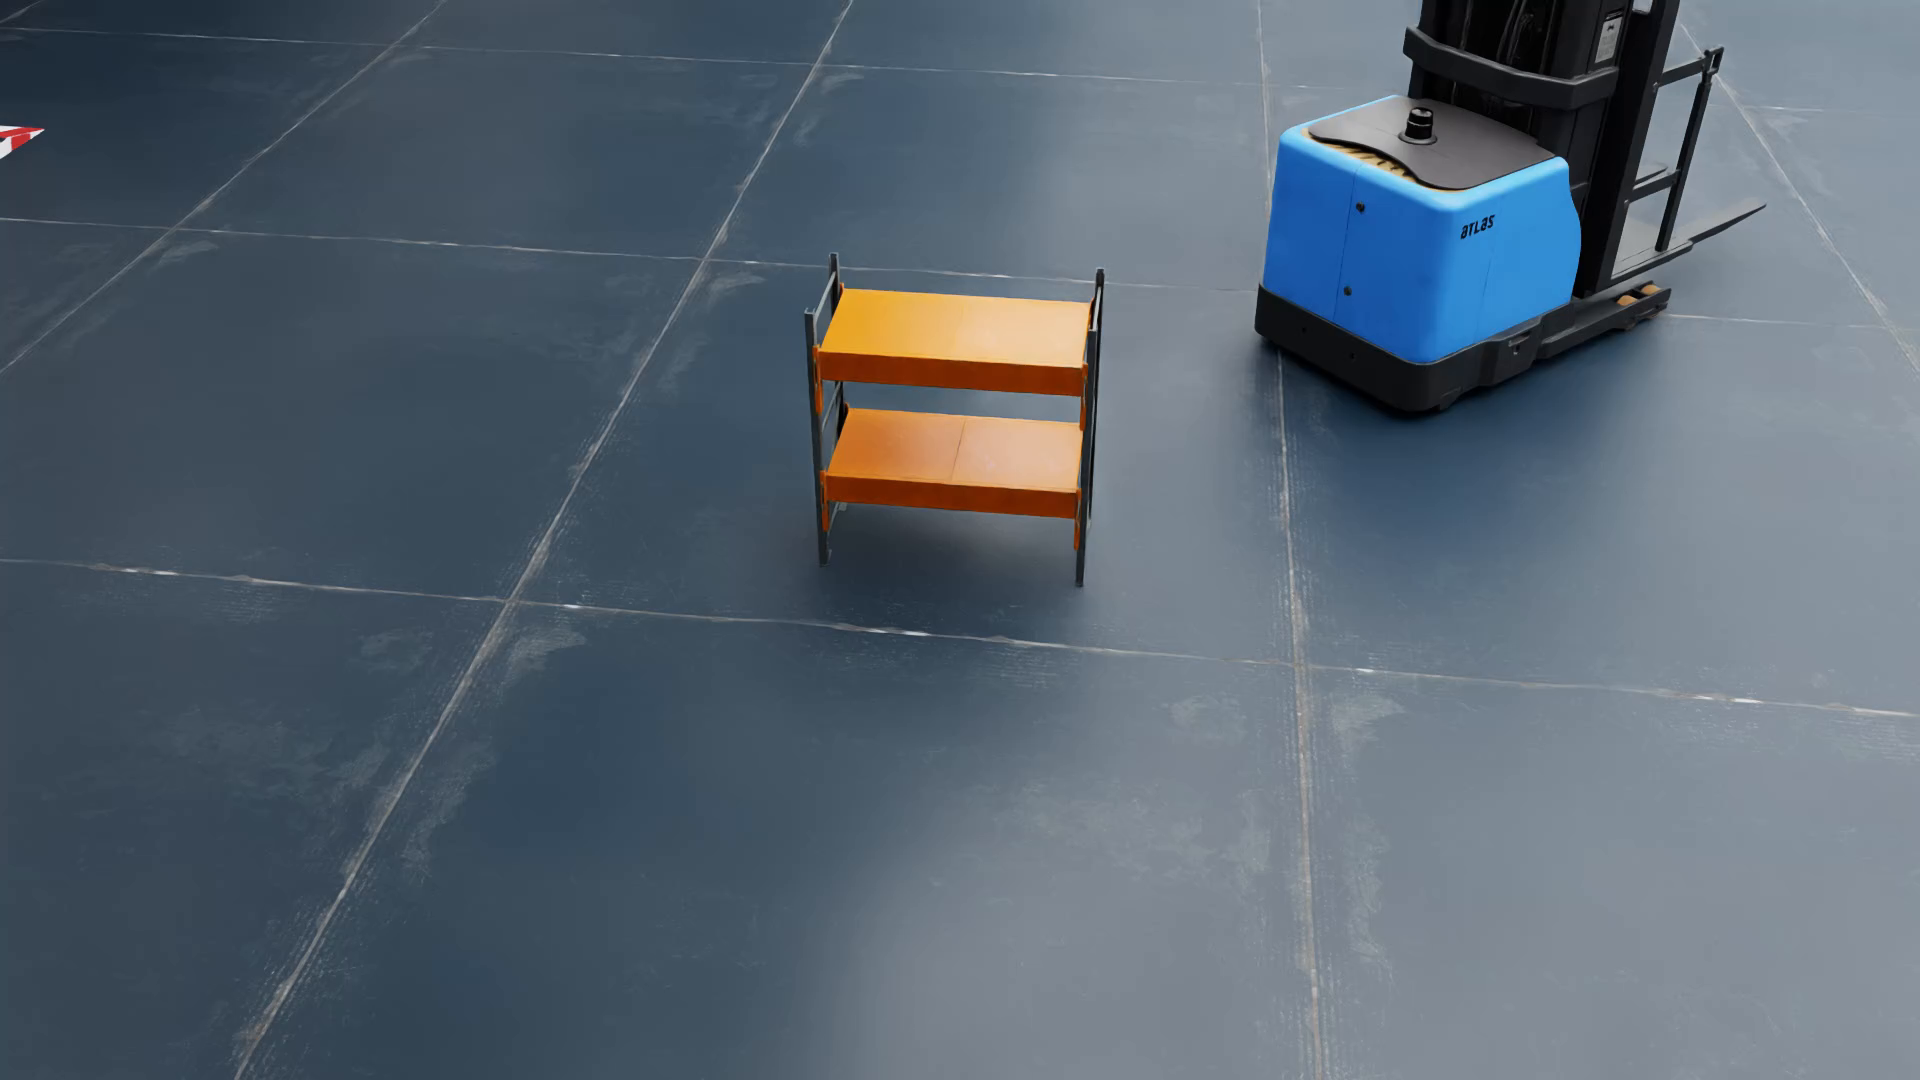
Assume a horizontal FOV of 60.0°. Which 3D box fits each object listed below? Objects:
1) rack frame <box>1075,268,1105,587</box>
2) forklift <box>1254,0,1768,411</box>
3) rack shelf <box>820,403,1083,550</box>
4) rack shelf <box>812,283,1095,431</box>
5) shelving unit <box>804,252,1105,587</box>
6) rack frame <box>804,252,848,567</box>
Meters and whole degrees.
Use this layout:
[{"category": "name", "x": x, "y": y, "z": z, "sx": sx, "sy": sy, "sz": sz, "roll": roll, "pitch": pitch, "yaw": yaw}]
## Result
[{"category": "rack frame", "x": 0.497, "y": -0.421, "z": 6.371, "sx": 0.032, "sy": 1.125, "sz": 0.500, "roll": 4, "pitch": 36, "yaw": 6}, {"category": "forklift", "x": 2.912, "y": -2.452, "z": 7.663, "sx": 3.031, "sy": 2.935, "sz": 1.130, "roll": -23, "pitch": 42, "yaw": -29}, {"category": "rack shelf", "x": -0.007, "y": -0.259, "z": 6.566, "sx": 1.000, "sy": 0.278, "sz": 0.538, "roll": 4, "pitch": 36, "yaw": 6}, {"category": "rack shelf", "x": -0.007, "y": -0.697, "z": 6.254, "sx": 1.000, "sy": 0.278, "sz": 0.538, "roll": 4, "pitch": 36, "yaw": 6}, {"category": "shelving unit", "x": -0.007, "y": -0.458, "z": 6.424, "sx": 1.048, "sy": 1.125, "sz": 0.538, "roll": 4, "pitch": 36, "yaw": 6}, {"category": "rack frame", "x": -0.511, "y": -0.496, "z": 6.477, "sx": 0.032, "sy": 1.125, "sz": 0.500, "roll": 4, "pitch": 36, "yaw": 6}]
